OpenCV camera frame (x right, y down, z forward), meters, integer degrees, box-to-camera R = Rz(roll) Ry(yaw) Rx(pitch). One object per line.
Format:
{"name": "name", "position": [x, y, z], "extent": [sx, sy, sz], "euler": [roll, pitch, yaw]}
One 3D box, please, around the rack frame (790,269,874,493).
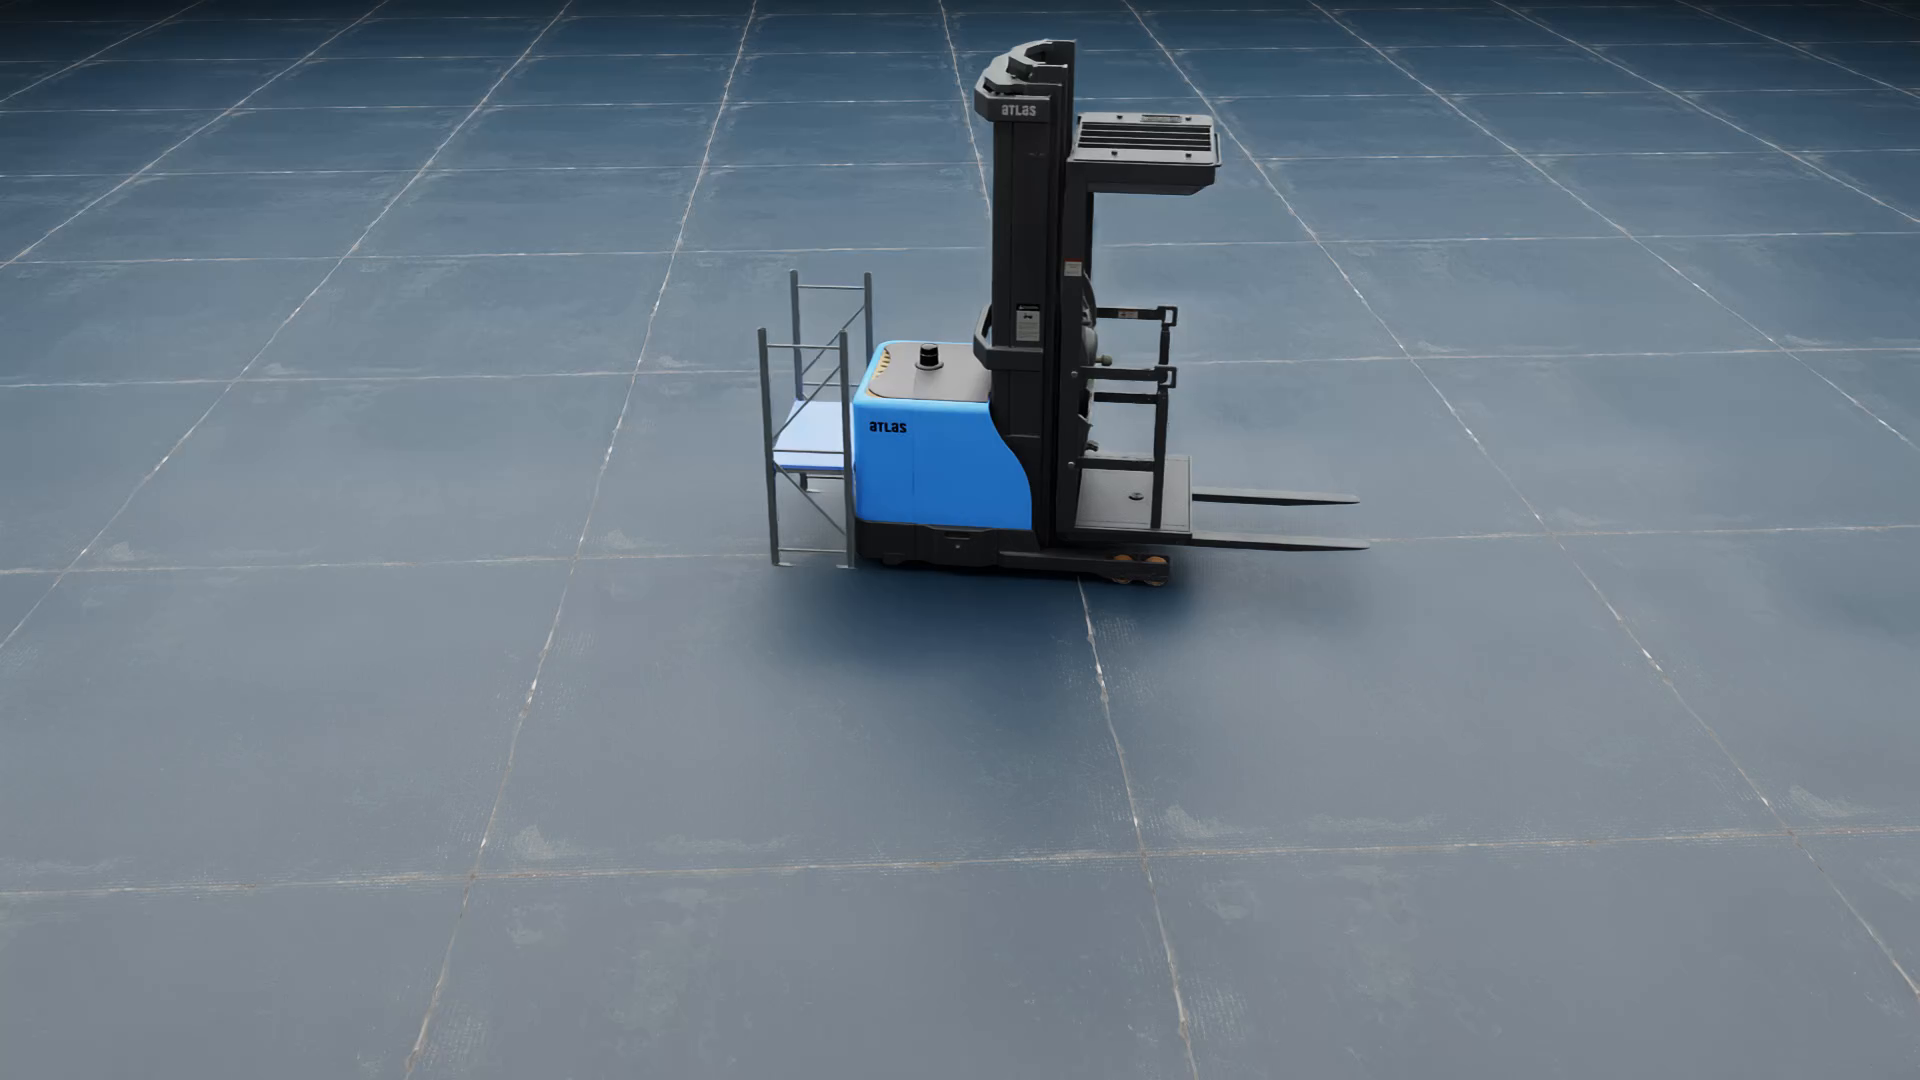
{"name": "rack frame", "position": [-0.791, -0.976, 10.499], "extent": [0.500, 1.500, 0.032], "euler": [2, 28, 4]}

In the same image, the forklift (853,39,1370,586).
{"name": "forklift", "position": [0.926, -1.293, 9.560], "extent": [3.031, 2.935, 1.130], "euler": [3, 28, 6]}

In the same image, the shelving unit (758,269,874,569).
{"name": "shelving unit", "position": [-0.834, -0.742, 10.050], "extent": [0.538, 1.500, 1.048], "euler": [2, 28, 4]}

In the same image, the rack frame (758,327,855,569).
{"name": "rack frame", "position": [-0.877, -0.507, 9.601], "extent": [0.500, 1.500, 0.032], "euler": [2, 28, 4]}

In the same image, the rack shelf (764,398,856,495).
{"name": "rack shelf", "position": [-0.834, -0.582, 10.133], "extent": [0.538, 0.185, 1.000], "euler": [2, 28, 4]}
